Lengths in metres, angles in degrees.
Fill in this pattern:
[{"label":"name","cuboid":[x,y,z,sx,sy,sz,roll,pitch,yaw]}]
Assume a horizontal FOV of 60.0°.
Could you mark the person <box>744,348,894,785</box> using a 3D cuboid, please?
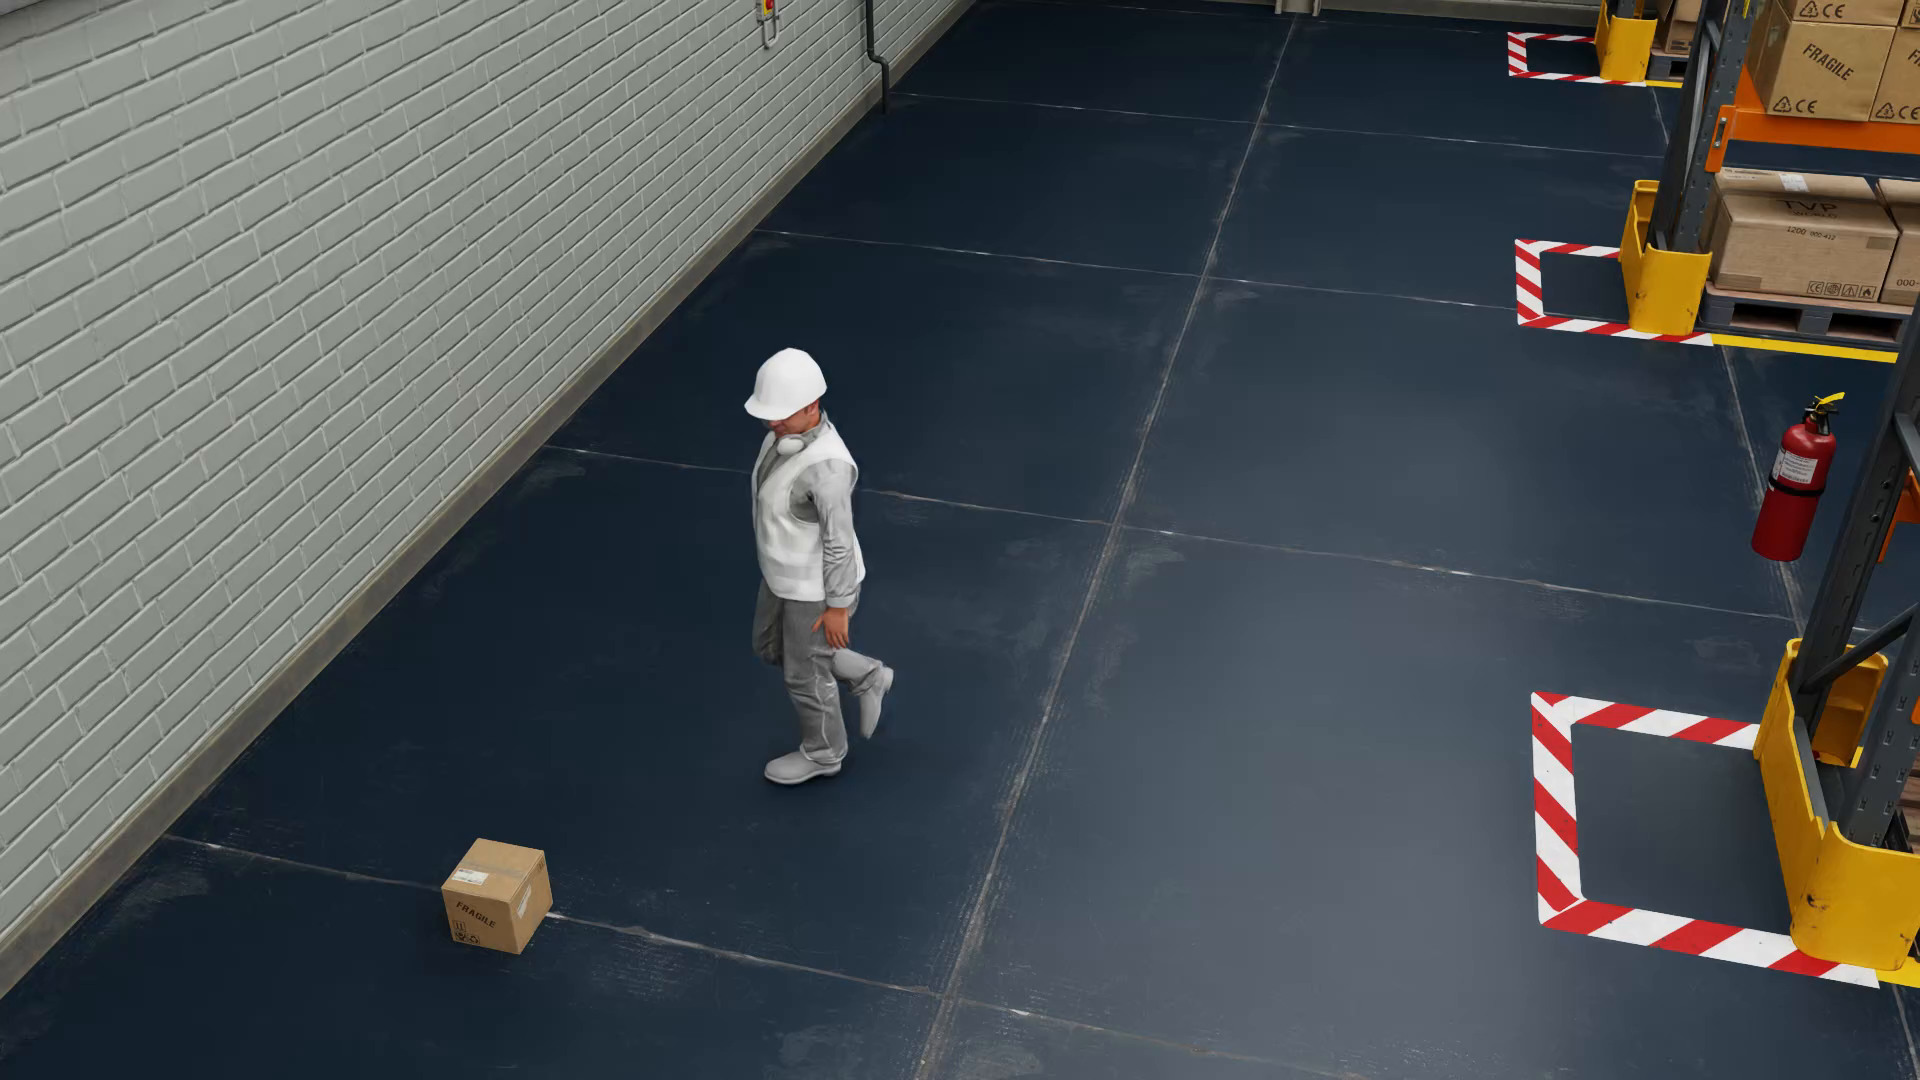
[{"label":"person","cuboid":[-0.482,0.110,5.902,0.551,1.765,0.554,-10,34,-16]}]
